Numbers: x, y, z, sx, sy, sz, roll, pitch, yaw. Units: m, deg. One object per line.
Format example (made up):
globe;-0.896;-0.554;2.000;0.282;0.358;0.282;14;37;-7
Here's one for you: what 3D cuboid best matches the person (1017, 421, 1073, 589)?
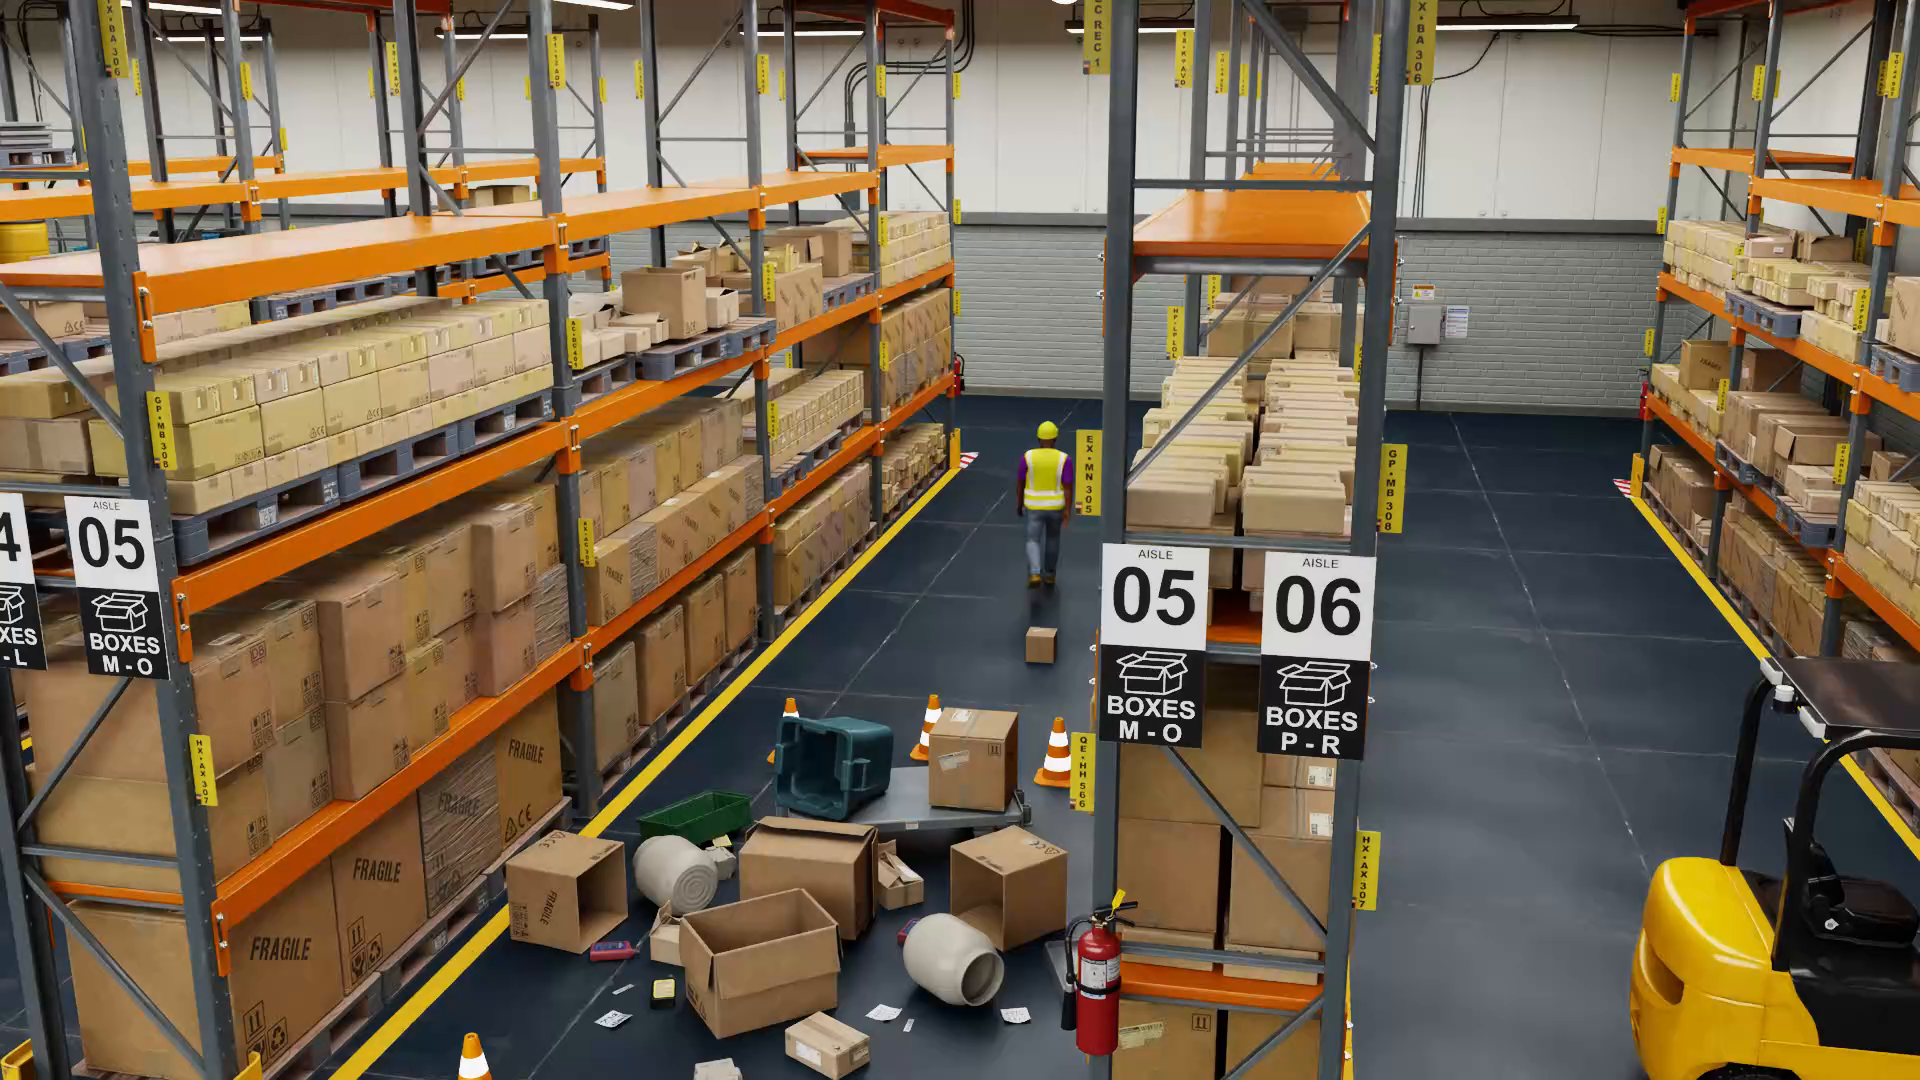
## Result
person;0.853;-0.342;16.757;0.563;1.730;0.964;0;15;1
